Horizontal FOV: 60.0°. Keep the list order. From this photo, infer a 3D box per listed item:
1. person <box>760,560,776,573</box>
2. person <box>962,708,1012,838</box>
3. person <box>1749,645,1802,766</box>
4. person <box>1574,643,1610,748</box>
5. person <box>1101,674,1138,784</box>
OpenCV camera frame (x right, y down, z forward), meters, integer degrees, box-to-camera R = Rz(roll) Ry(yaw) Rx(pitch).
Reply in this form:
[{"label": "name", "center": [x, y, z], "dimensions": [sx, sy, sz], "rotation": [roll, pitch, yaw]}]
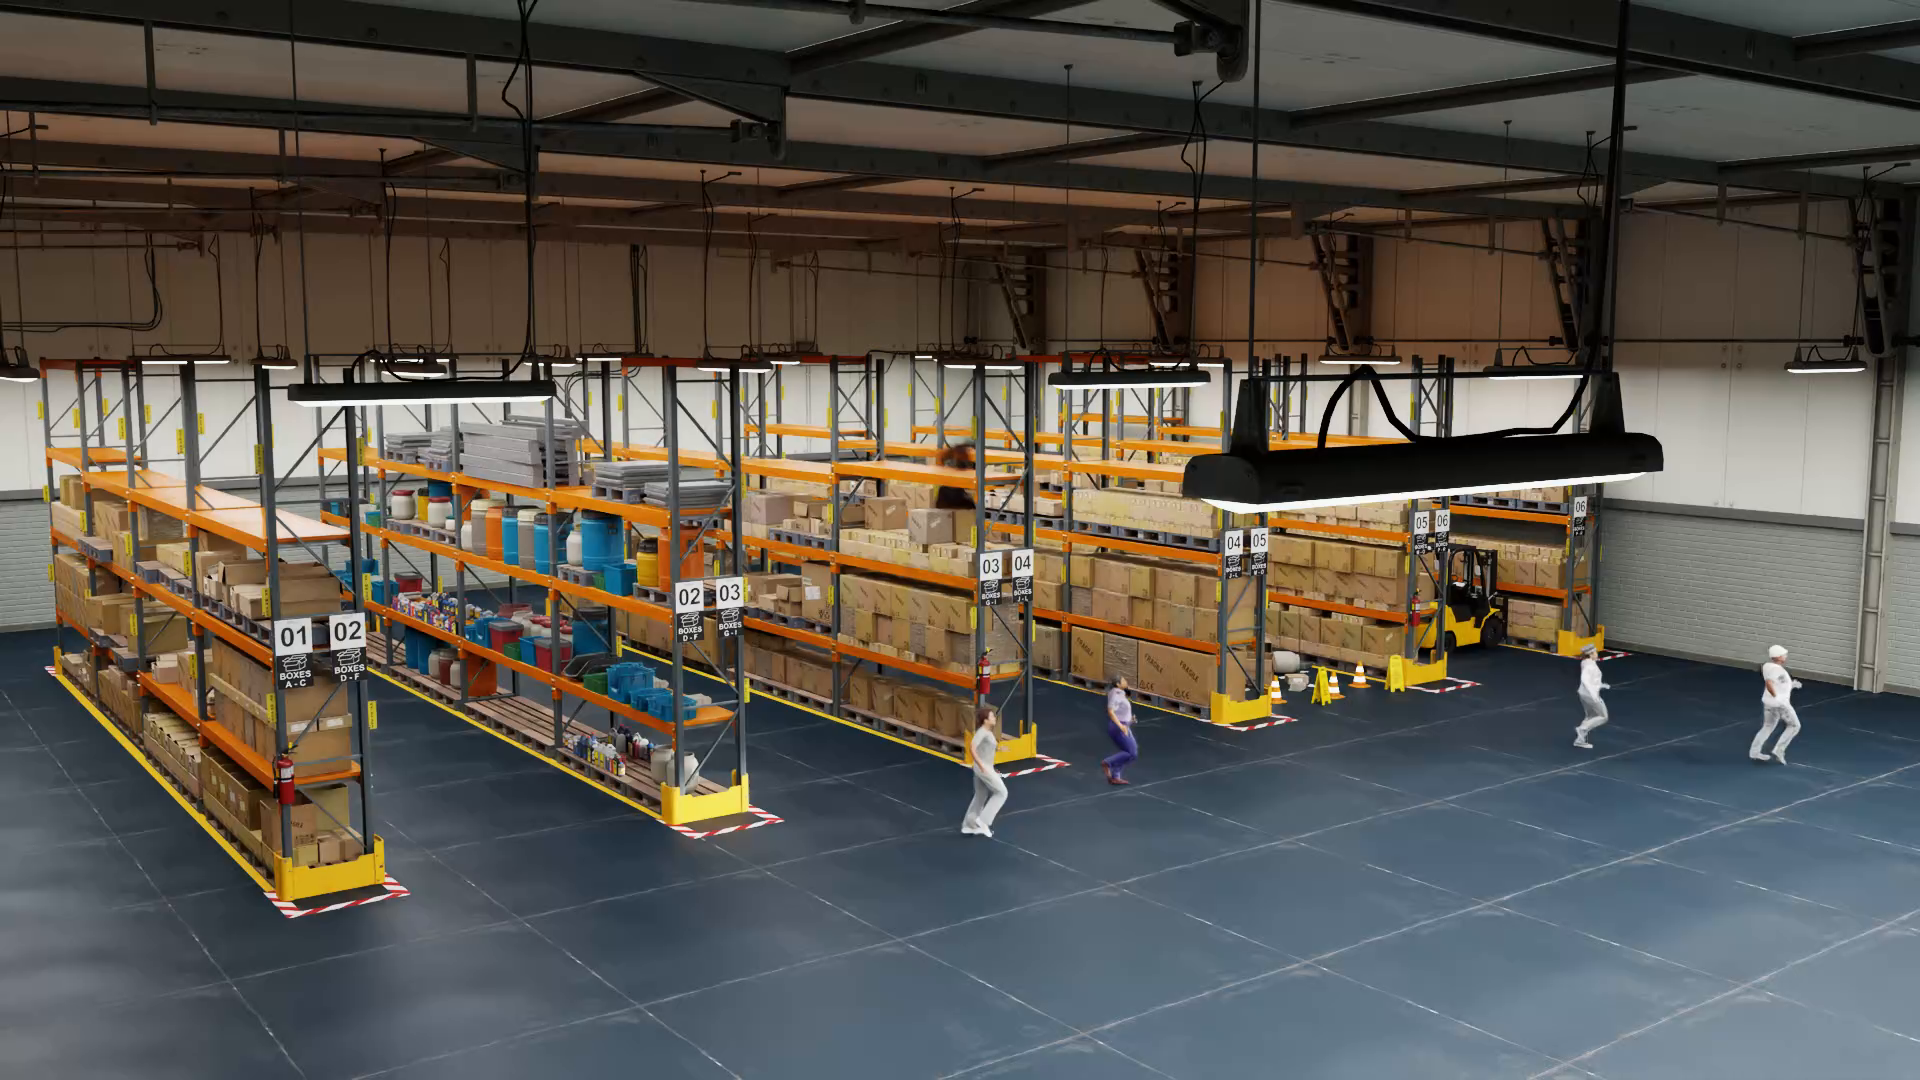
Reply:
[{"label": "person", "center": [-4.882, 0.478, 42.130], "dimensions": [0.668, 1.636, 0.896], "rotation": [0, 7, -1]}, {"label": "person", "center": [0.341, 2.963, 21.288], "dimensions": [0.657, 1.665, 0.541], "rotation": [-1, 7, -6]}, {"label": "person", "center": [12.236, 2.470, 24.866], "dimensions": [0.721, 1.803, 0.655], "rotation": [0, 7, 1]}, {"label": "person", "center": [9.837, 2.415, 25.834], "dimensions": [0.535, 1.659, 0.605], "rotation": [1, 7, 5]}, {"label": "person", "center": [2.271, 2.699, 23.733], "dimensions": [0.553, 1.597, 0.618], "rotation": [0, 7, -2]}]
